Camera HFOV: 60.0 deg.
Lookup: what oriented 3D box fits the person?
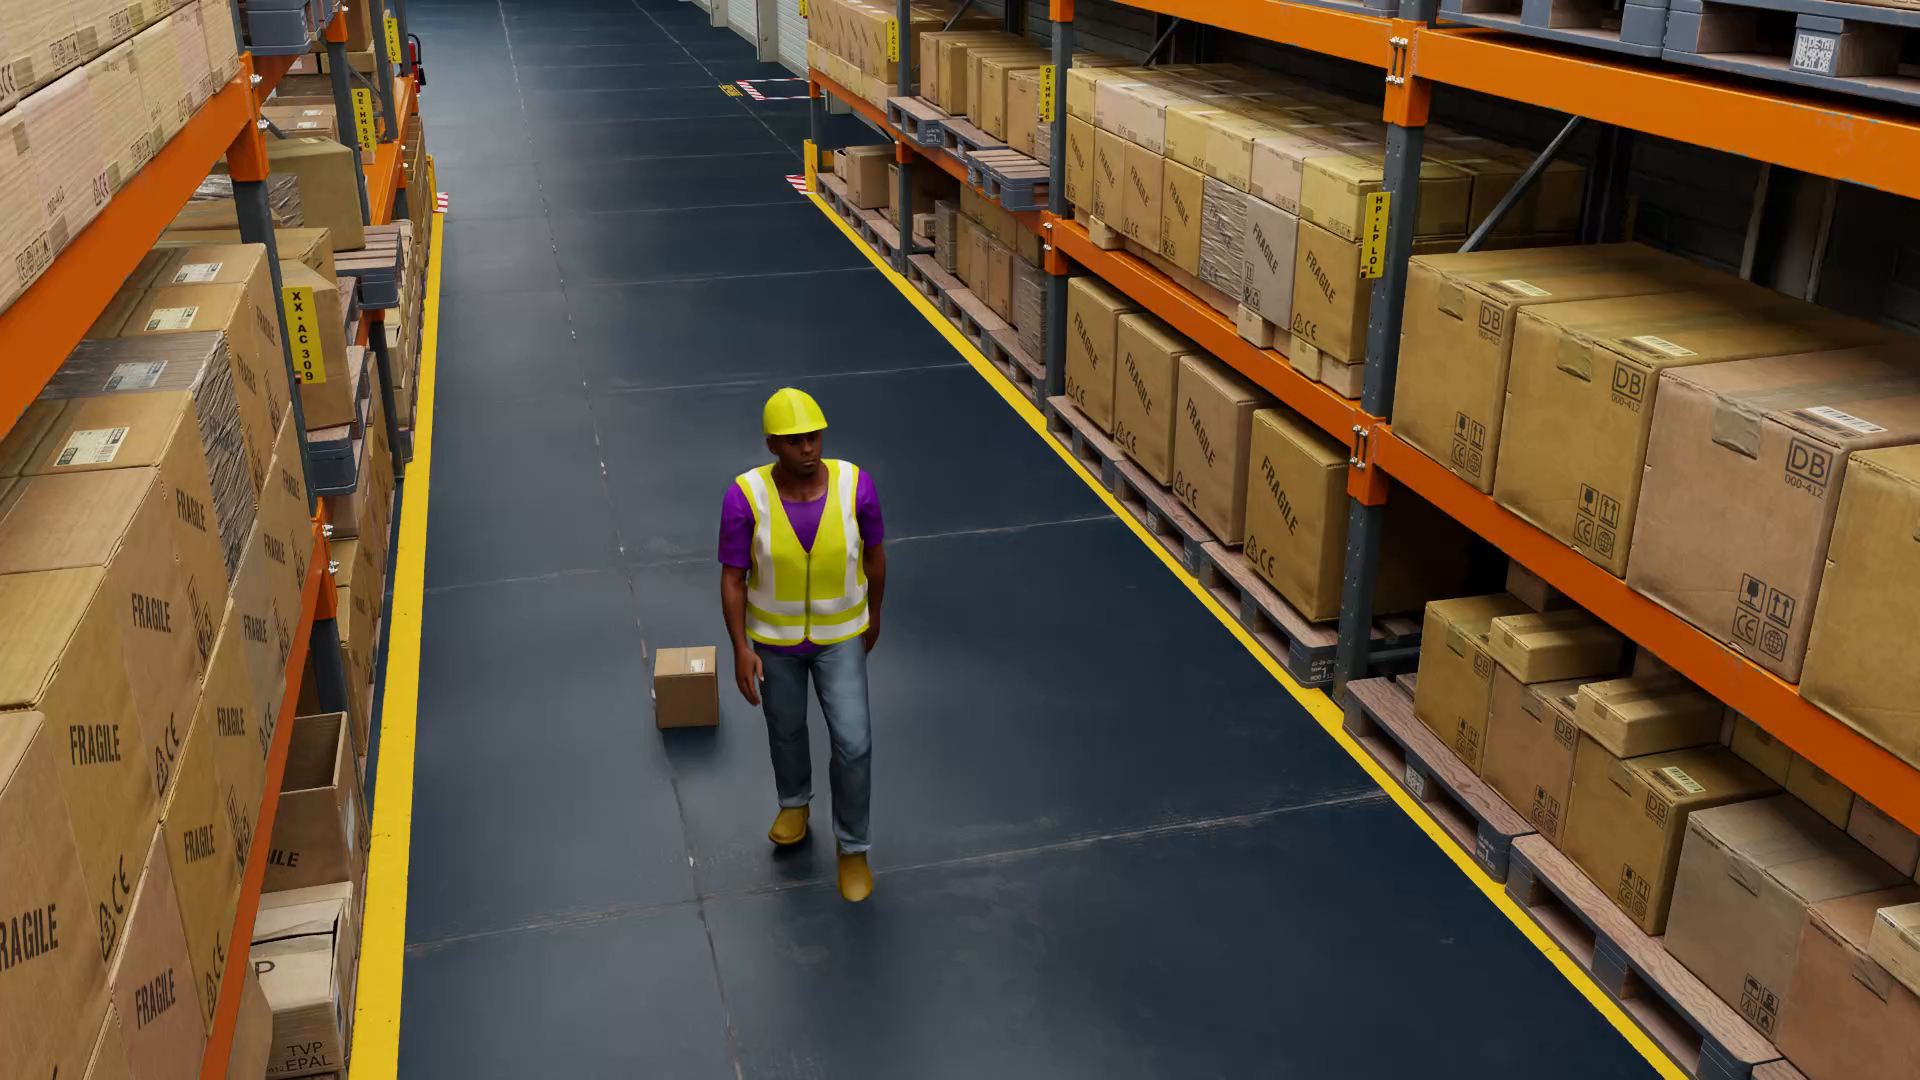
[{"bbox_3d":[-0.530,0.360,5.740,0.573,1.830,0.607,-2,23,-6],"label":"person"}]
